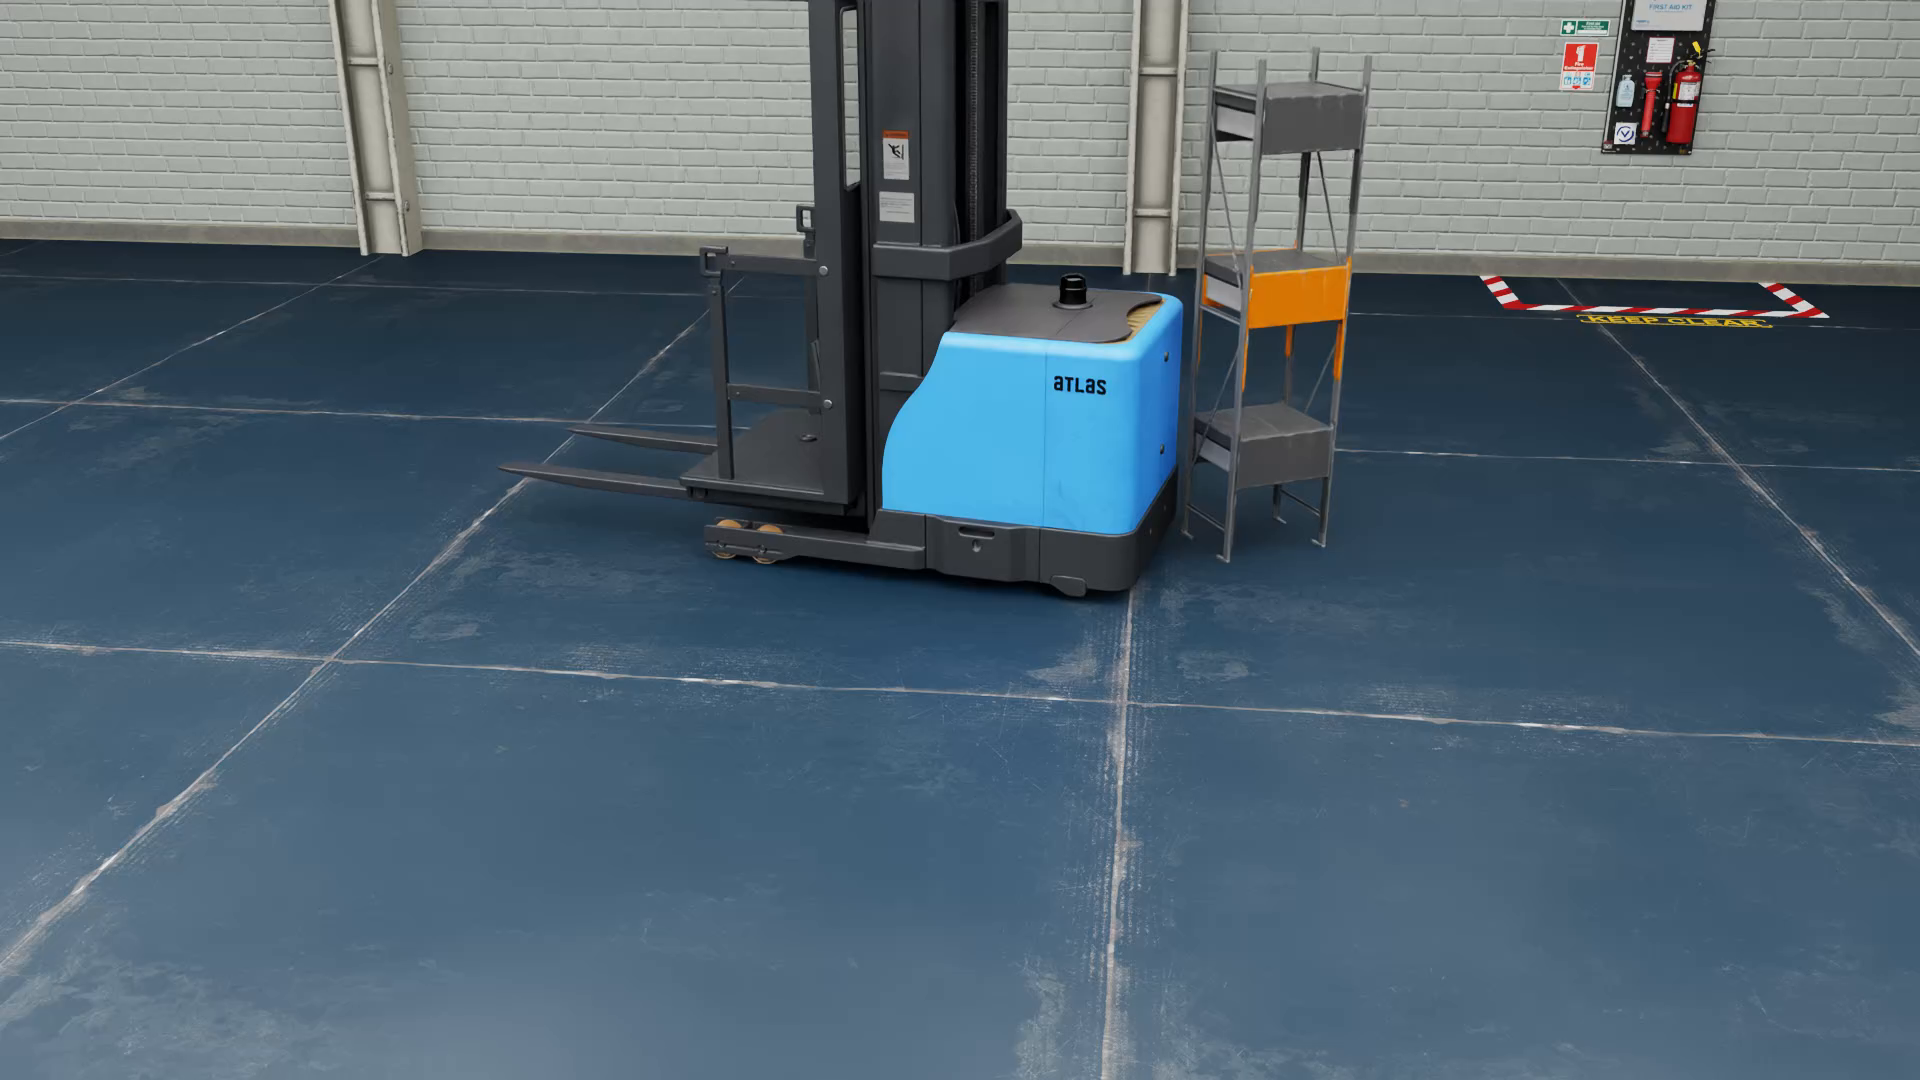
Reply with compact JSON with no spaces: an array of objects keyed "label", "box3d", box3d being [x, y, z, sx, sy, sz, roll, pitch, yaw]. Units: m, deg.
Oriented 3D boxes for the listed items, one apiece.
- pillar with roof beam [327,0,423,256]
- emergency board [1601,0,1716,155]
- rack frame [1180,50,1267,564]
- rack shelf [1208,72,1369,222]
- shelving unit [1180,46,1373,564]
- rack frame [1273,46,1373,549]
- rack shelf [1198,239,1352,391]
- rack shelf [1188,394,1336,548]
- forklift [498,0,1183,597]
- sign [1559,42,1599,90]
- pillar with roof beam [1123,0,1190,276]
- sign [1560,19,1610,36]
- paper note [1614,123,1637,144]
[{"label":"pillar with roof beam","box3d":[-5.027,-4.912,7.626,0.400,9.000,9.100,2,22,6]},{"label":"emergency board","box3d":[4.947,-3.296,11.697,0.643,1.169,0.194,2,22,6]},{"label":"rack frame","box3d":[1.088,-0.940,6.948,0.015,2.100,0.400,-8,24,-21]},{"label":"rack shelf","box3d":[1.319,-1.610,6.780,0.480,0.518,0.431,-8,24,-21]},{"label":"shelving unit","box3d":[1.313,-0.973,7.036,0.503,2.100,0.431,-8,24,-21]},{"label":"rack frame","box3d":[1.538,-1.006,7.124,0.015,2.100,0.400,-8,24,-21]},{"label":"rack shelf","box3d":[1.313,-0.960,7.041,0.480,0.518,0.431,-8,24,-21]},{"label":"rack shelf","box3d":[1.306,-0.311,7.301,0.480,0.518,0.431,-8,24,-21]},{"label":"forklift","box3d":[-0.594,-1.434,7.081,3.031,2.935,1.130,7,23,17]},{"label":"sign","box3d":[4.410,-3.374,11.846,0.234,0.329,0.001,2,22,6]},{"label":"pillar with roof beam","box3d":[0.931,-4.653,6.969,0.400,9.000,9.100,2,22,6]},{"label":"sign","box3d":[4.413,-3.617,11.740,0.331,0.109,0.001,2,22,6]},{"label":"paper note","box3d":[4.779,-2.919,11.942,0.142,0.148,0.016,2,22,6]}]
